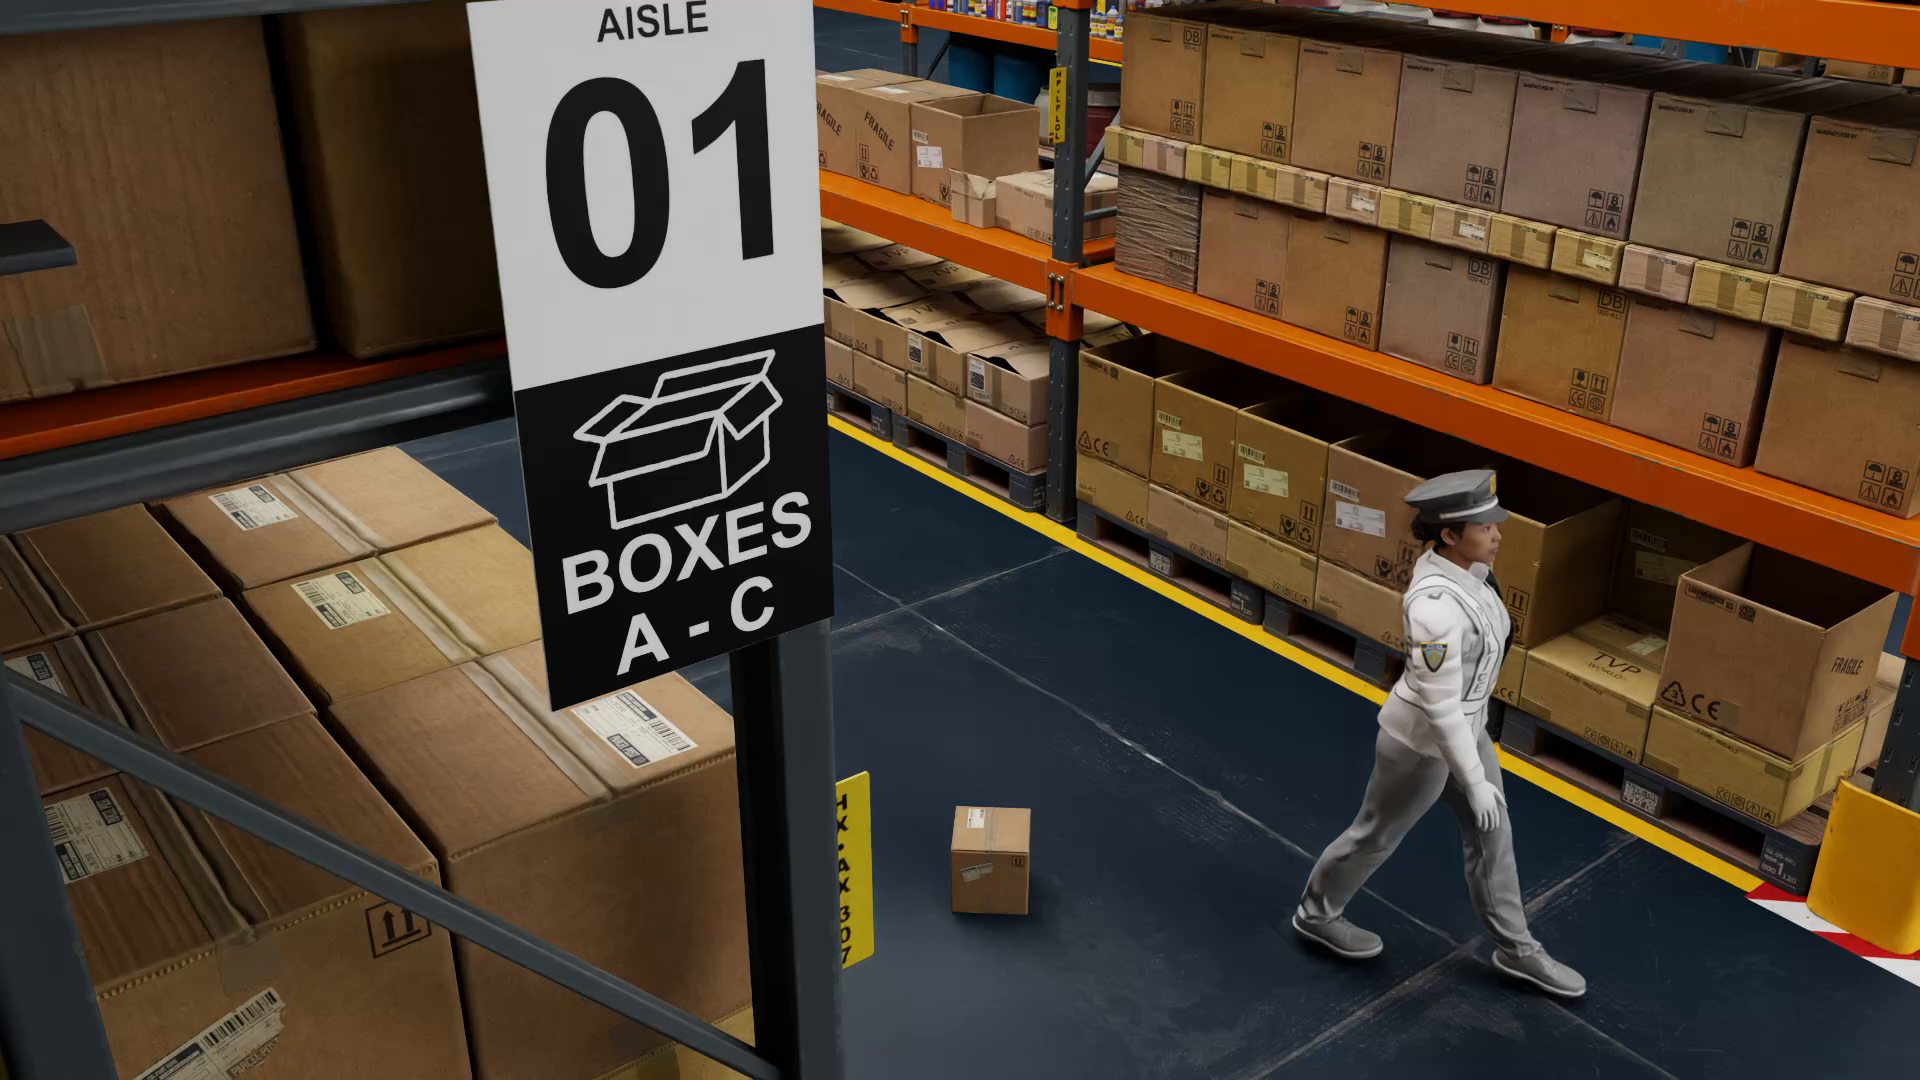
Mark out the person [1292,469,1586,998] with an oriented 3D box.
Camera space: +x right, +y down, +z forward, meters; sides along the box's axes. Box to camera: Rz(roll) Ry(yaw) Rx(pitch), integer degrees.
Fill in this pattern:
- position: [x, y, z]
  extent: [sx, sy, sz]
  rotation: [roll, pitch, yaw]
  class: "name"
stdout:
- position: [1.451, 0.584, 4.784]
  extent: [0.877, 1.667, 0.533]
  rotation: [13, 28, 26]
  class: "person"
